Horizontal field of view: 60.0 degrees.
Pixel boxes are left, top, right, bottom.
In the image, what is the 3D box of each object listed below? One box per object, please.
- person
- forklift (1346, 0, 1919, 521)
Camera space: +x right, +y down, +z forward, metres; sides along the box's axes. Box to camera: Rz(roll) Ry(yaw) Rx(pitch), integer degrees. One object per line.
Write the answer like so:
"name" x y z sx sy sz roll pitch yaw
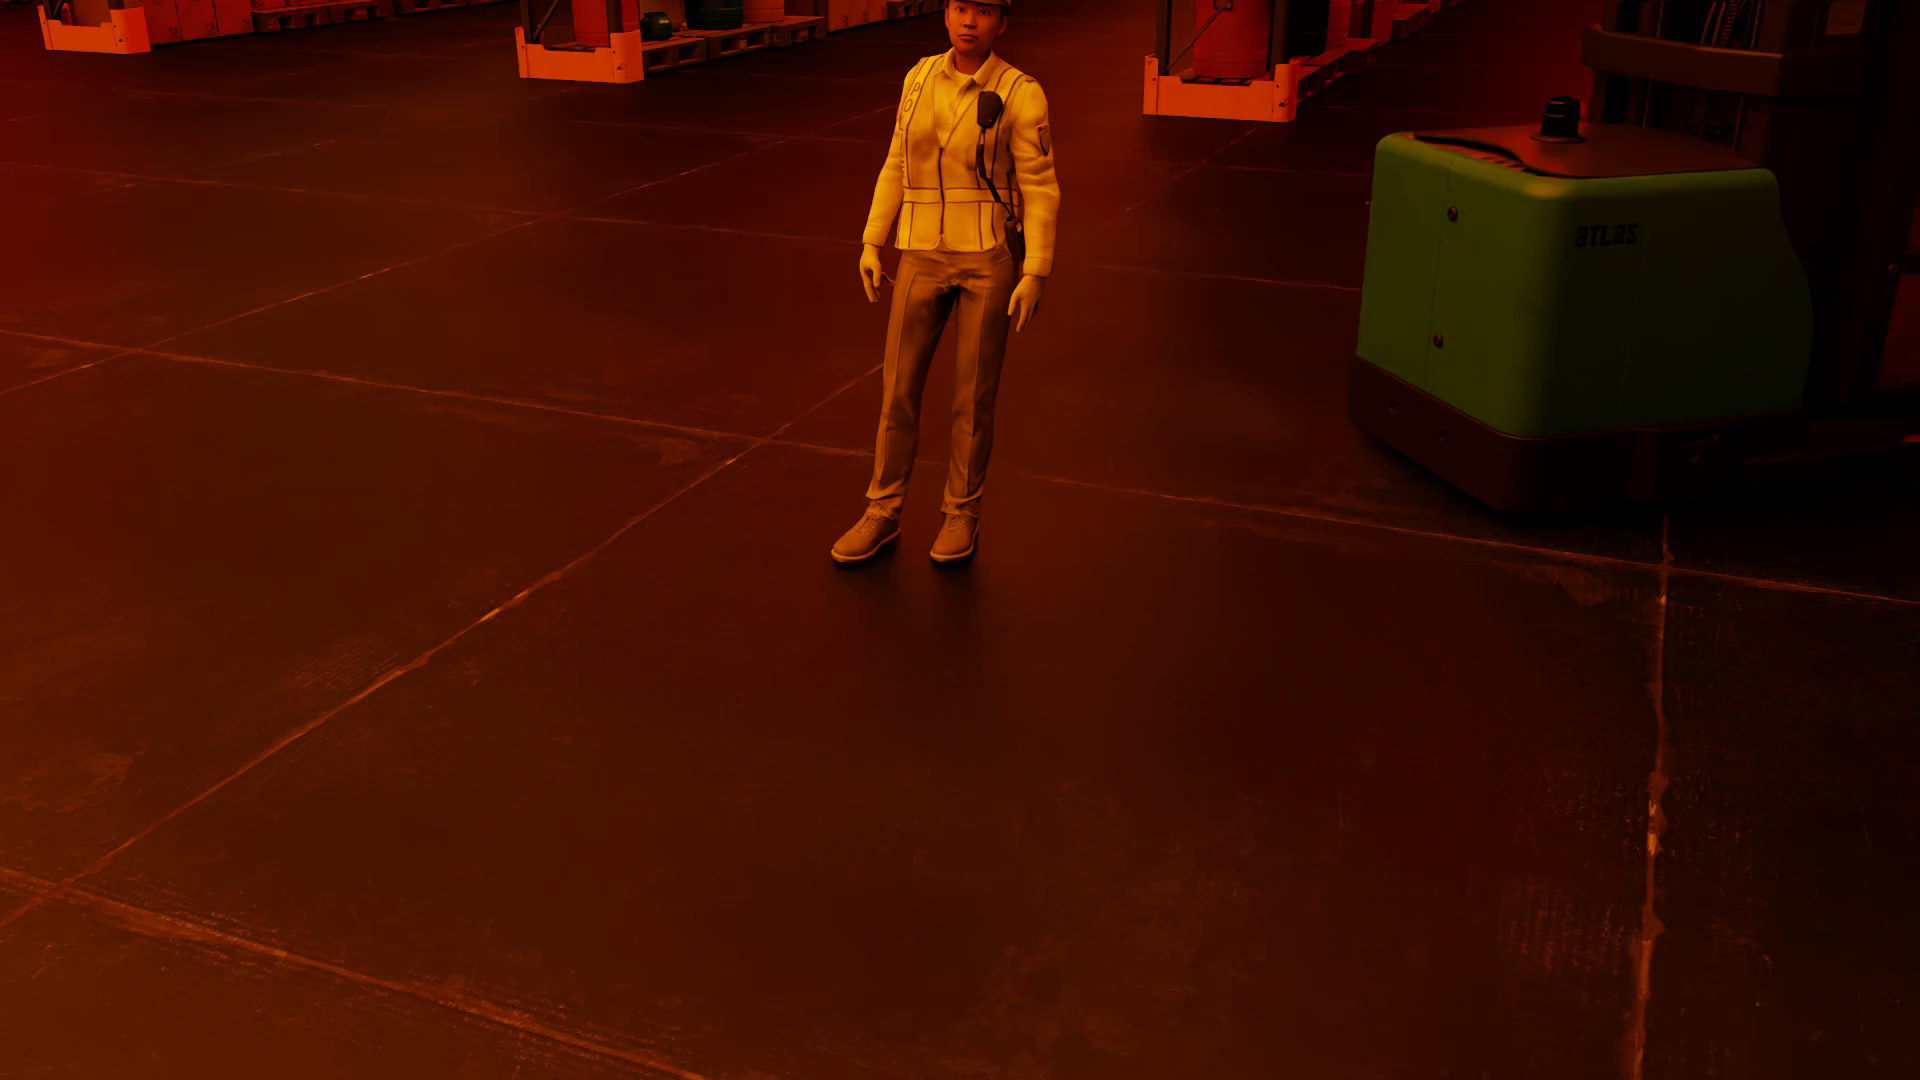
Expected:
"person" -0.033 -0.765 4.707 0.586 1.694 0.532 9 24 21
"forklift" 2.956 -1.723 5.415 3.031 2.935 1.130 -7 24 -16
